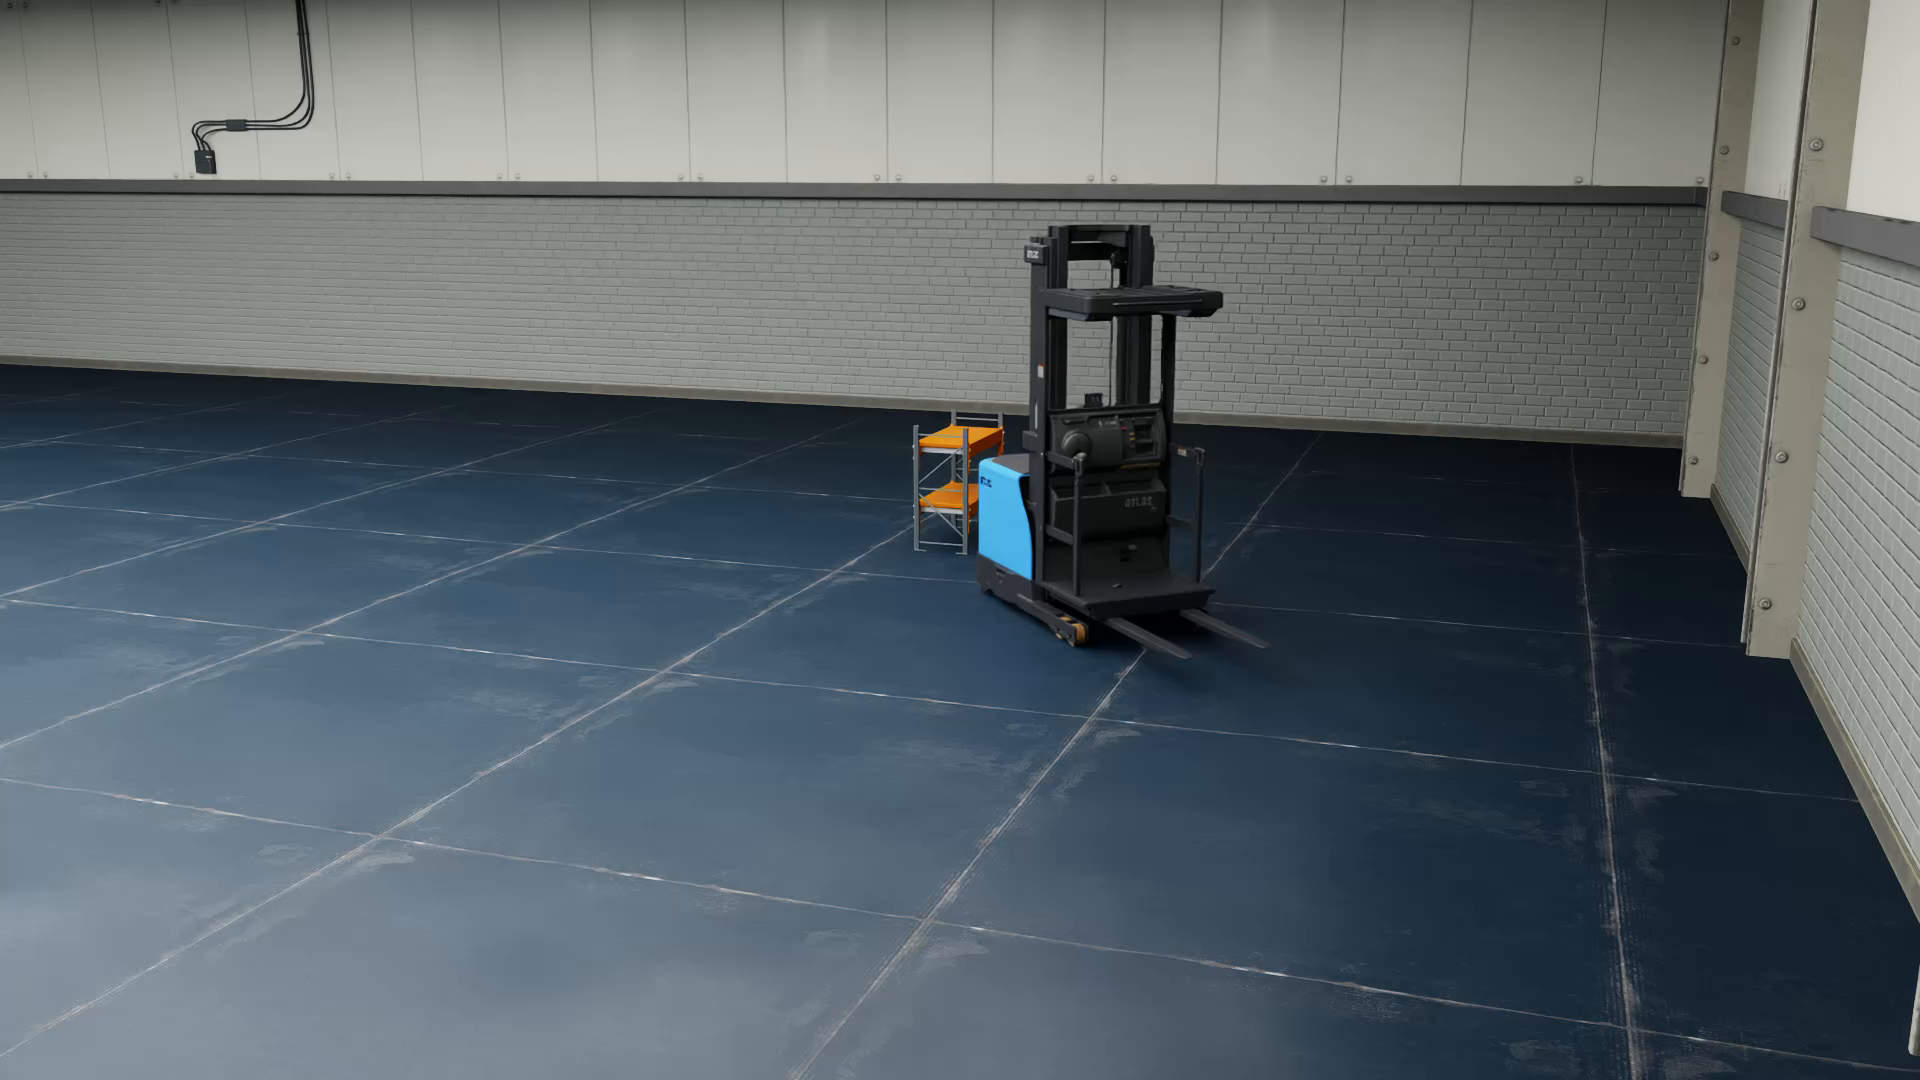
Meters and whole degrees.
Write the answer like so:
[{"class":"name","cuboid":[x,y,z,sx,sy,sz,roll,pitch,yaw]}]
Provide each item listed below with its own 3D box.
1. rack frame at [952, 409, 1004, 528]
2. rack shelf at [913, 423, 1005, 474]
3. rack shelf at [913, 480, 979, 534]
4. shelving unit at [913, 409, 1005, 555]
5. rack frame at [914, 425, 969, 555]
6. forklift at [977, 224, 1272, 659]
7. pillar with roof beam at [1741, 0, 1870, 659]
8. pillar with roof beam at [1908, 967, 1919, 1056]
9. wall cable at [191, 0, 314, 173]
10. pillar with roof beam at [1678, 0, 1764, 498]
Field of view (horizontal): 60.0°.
[{"class":"rack frame","cuboid":[0.162,-0.654,15.588,0.500,1.125,0.032,4,14,18]},{"class":"rack shelf","cuboid":[-0.002,-0.832,15.053,0.538,0.278,1.000,4,14,18]},{"class":"rack shelf","cuboid":[-0.002,-0.309,15.173,0.538,0.278,1.000,4,14,18]},{"class":"shelving unit","cuboid":[-0.002,-0.547,15.119,0.538,1.125,1.048,4,14,18]},{"class":"rack frame","cuboid":[-0.167,-0.440,14.650,0.500,1.125,0.032,4,14,18]},{"class":"forklift","cuboid":[1.181,-0.776,12.062,1.130,2.935,3.031,-5,14,-23]},{"class":"pillar with roof beam","cuboid":[1.670,-3.916,12.186,9.100,9.000,0.400,4,14,18]},{"class":"pillar with roof beam","cuboid":[-0.271,-2.653,6.651,9.100,9.000,0.400,4,14,18]},{"class":"wall cable","cuboid":[-10.939,-8.634,25.212,2.305,6.003,0.169,4,14,18]},{"class":"pillar with roof beam","cuboid":[3.612,-5.180,17.721,9.100,9.000,0.400,4,14,18]}]
